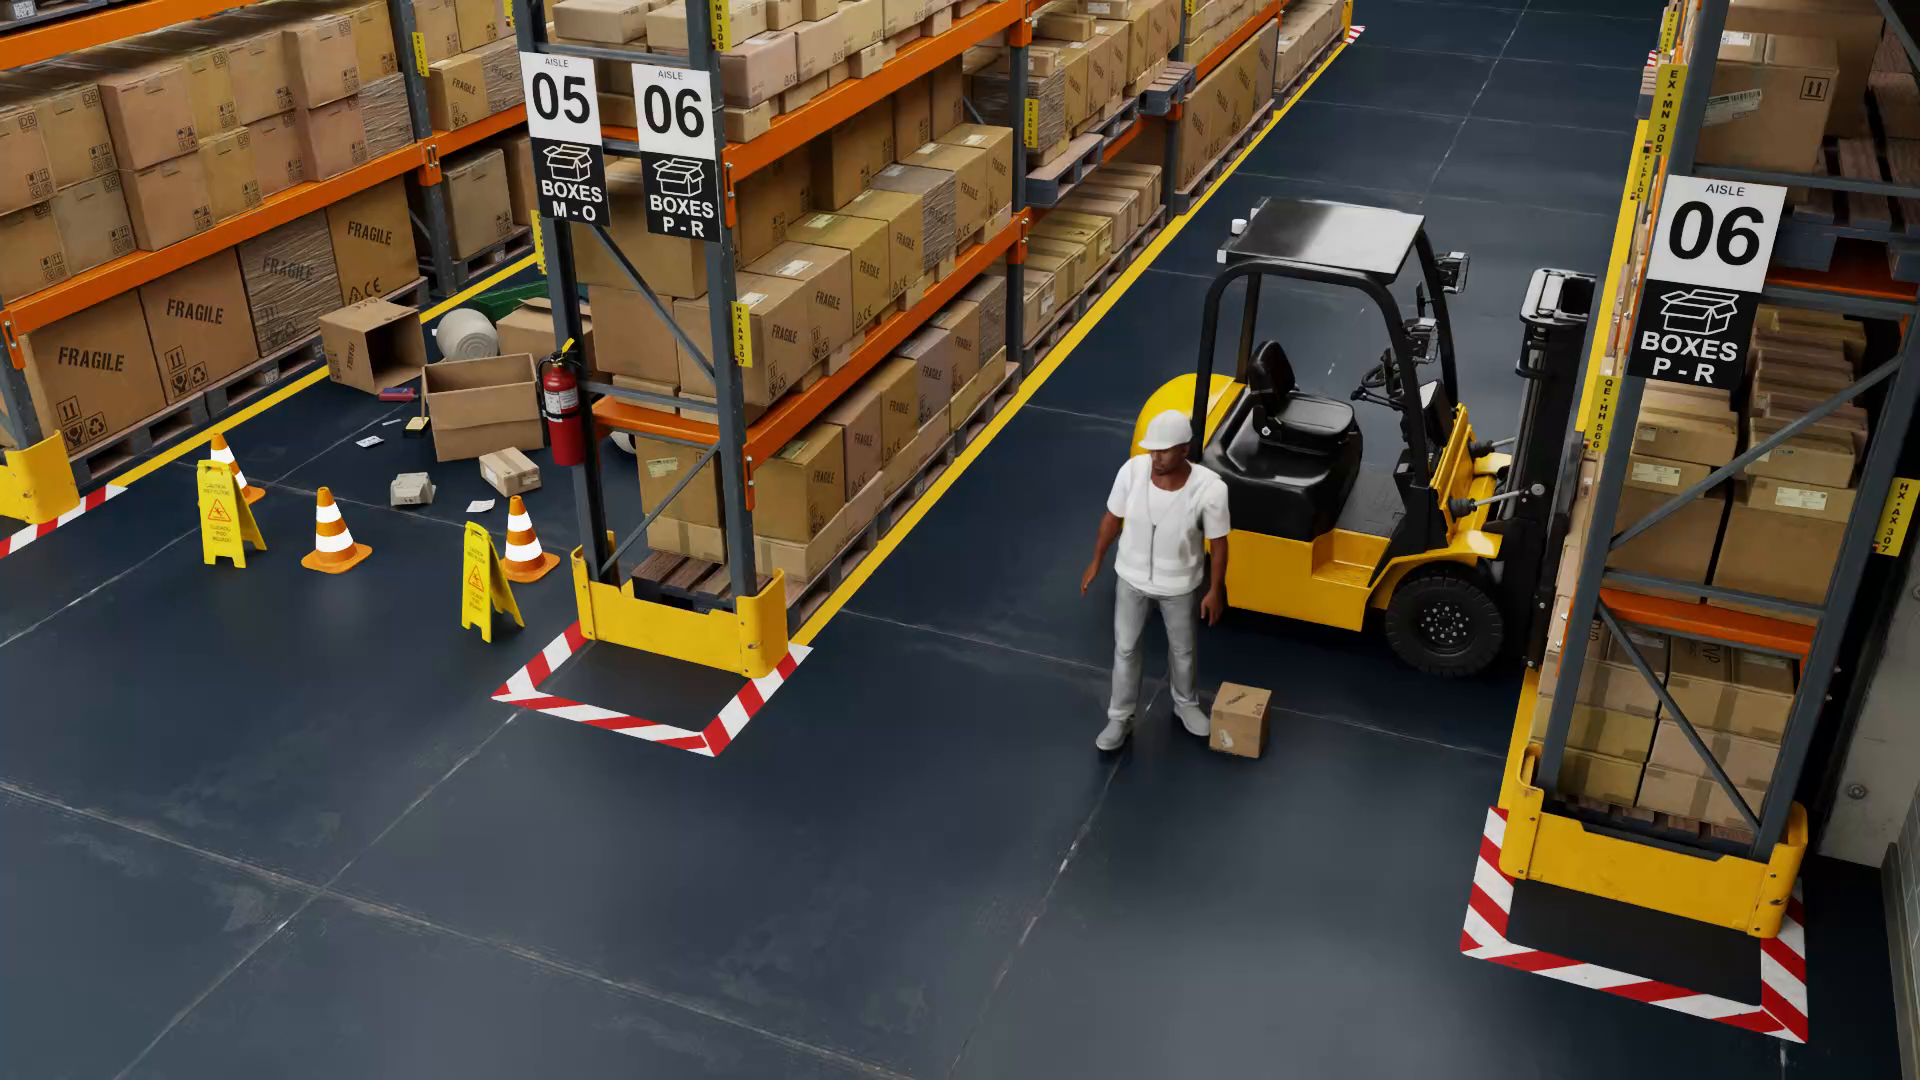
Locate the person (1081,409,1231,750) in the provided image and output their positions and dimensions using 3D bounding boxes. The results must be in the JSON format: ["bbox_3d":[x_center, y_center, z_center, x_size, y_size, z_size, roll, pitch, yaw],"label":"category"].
[{"bbox_3d":[0.923,0.200,7.990,0.699,1.767,0.577,11,31,19],"label":"person"}]
